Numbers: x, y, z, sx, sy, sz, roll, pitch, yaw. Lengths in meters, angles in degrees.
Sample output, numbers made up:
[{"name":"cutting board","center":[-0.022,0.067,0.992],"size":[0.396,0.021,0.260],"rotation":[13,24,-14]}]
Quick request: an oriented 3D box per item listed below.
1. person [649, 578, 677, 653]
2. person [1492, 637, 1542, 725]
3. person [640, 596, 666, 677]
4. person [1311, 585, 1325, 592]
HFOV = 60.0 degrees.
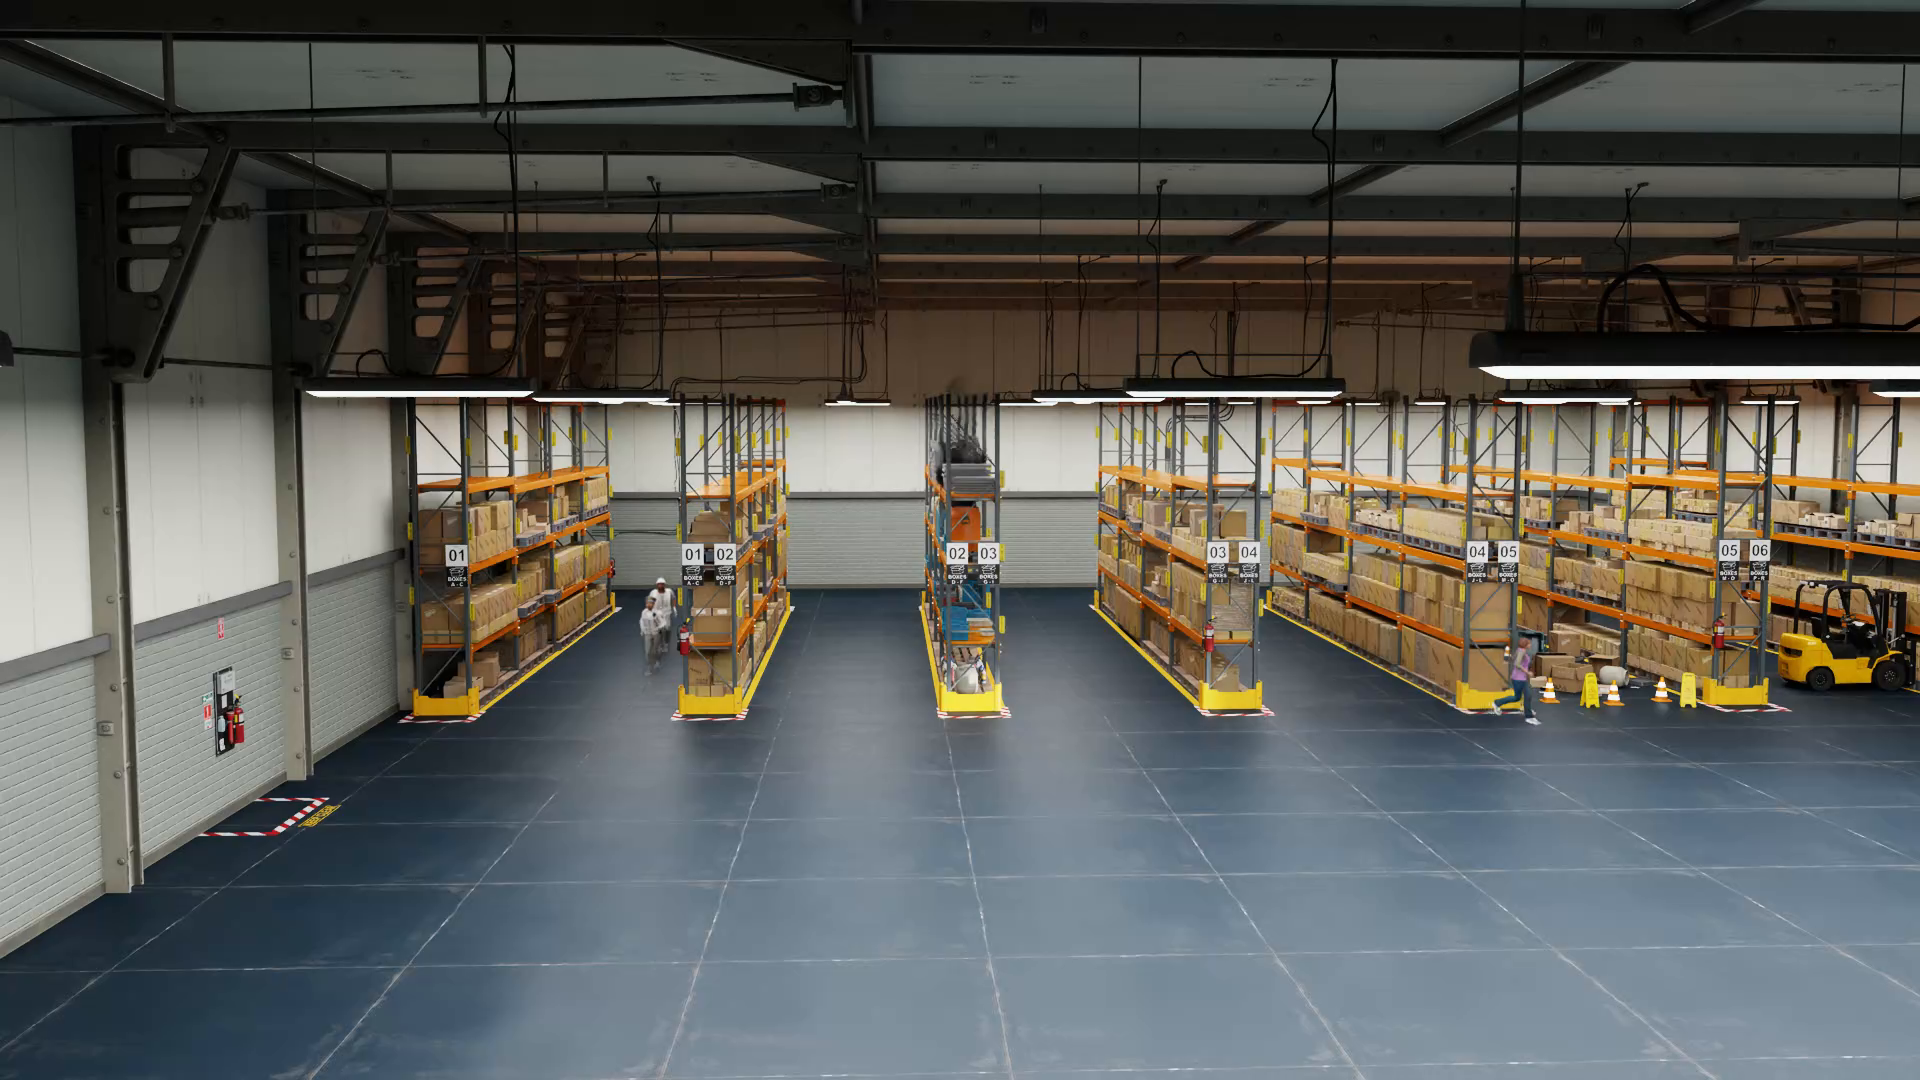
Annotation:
[{"name":"person","center":[-6.949,1.768,38.853],"size":[0.662,1.774,0.785],"rotation":[-1,5,-10]},{"name":"person","center":[10.150,2.545,30.270],"size":[0.878,1.578,0.568],"rotation":[2,5,23]},{"name":"person","center":[-6.595,2.043,35.730],"size":[0.608,1.705,0.833],"rotation":[0,5,5]},{"name":"person","center":[10.431,0.999,48.791],"size":[0.720,1.771,1.048],"rotation":[-4,6,-40]}]
